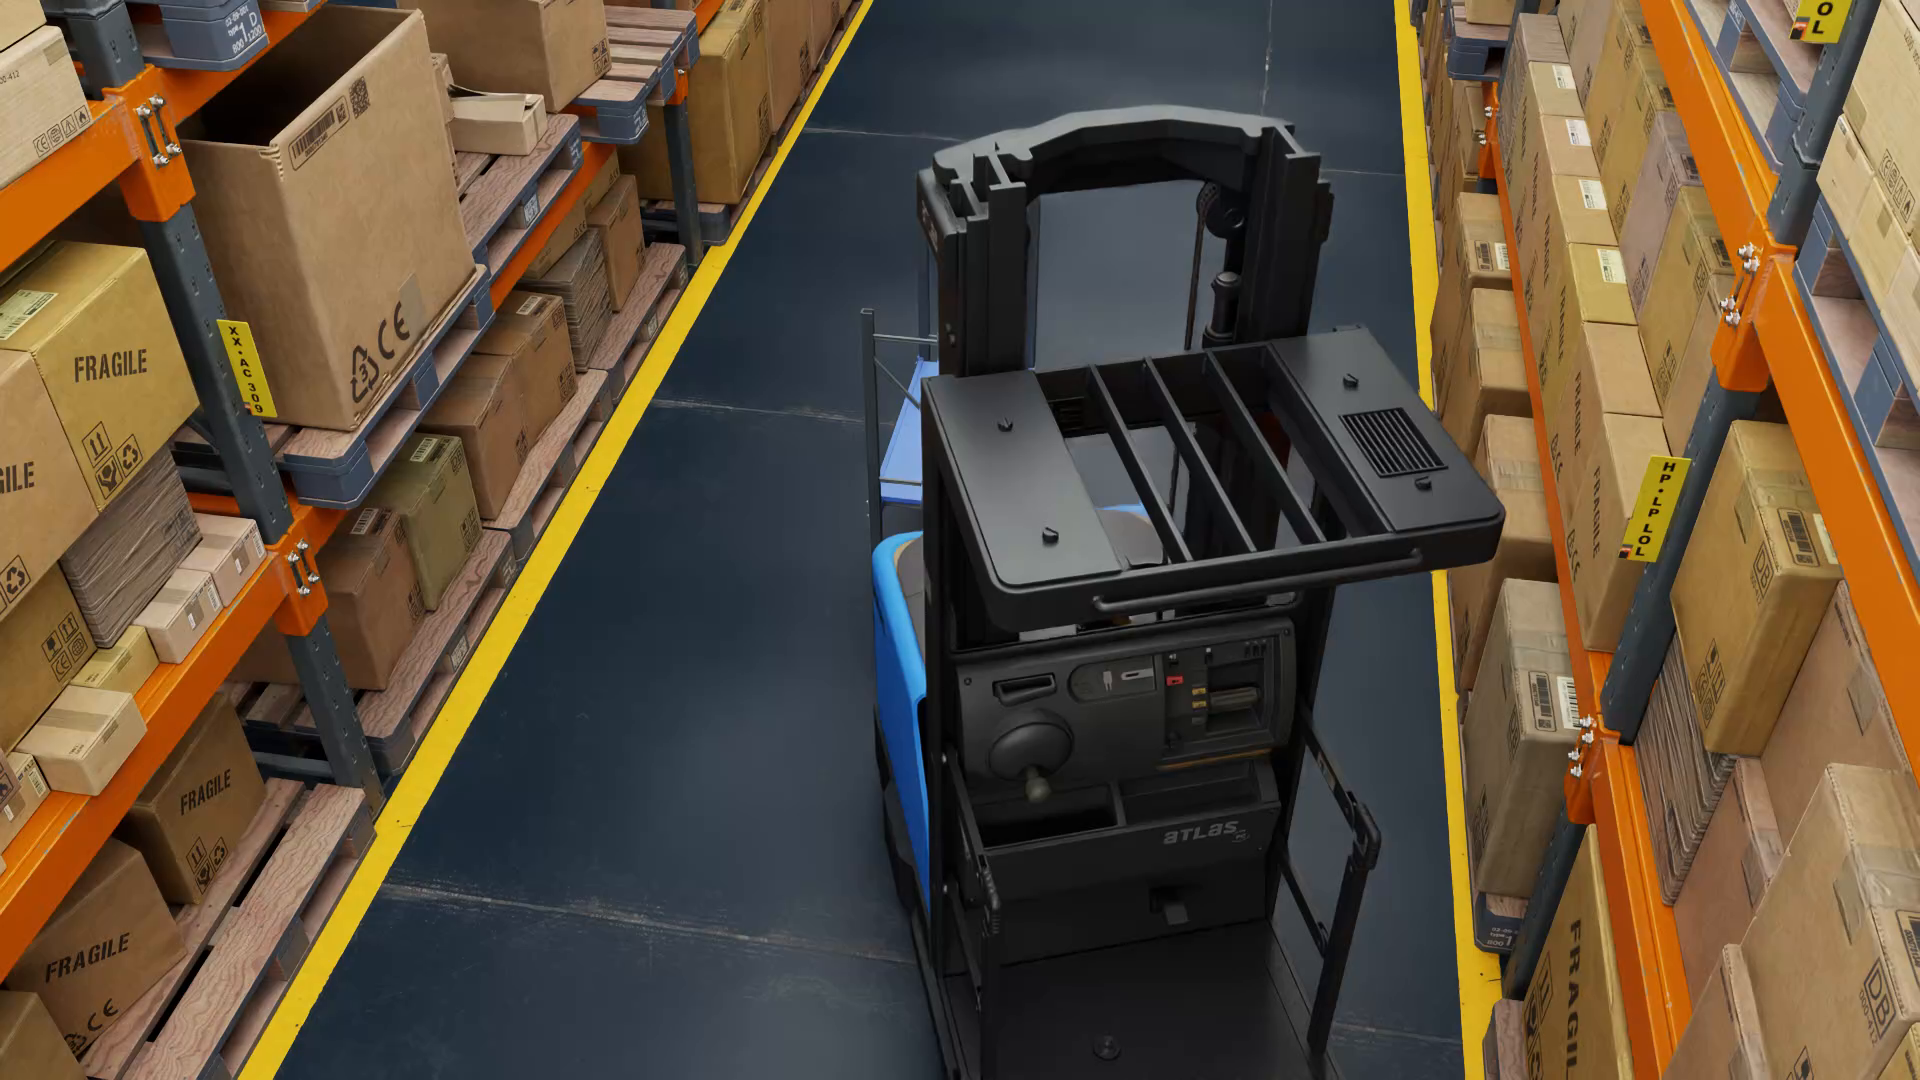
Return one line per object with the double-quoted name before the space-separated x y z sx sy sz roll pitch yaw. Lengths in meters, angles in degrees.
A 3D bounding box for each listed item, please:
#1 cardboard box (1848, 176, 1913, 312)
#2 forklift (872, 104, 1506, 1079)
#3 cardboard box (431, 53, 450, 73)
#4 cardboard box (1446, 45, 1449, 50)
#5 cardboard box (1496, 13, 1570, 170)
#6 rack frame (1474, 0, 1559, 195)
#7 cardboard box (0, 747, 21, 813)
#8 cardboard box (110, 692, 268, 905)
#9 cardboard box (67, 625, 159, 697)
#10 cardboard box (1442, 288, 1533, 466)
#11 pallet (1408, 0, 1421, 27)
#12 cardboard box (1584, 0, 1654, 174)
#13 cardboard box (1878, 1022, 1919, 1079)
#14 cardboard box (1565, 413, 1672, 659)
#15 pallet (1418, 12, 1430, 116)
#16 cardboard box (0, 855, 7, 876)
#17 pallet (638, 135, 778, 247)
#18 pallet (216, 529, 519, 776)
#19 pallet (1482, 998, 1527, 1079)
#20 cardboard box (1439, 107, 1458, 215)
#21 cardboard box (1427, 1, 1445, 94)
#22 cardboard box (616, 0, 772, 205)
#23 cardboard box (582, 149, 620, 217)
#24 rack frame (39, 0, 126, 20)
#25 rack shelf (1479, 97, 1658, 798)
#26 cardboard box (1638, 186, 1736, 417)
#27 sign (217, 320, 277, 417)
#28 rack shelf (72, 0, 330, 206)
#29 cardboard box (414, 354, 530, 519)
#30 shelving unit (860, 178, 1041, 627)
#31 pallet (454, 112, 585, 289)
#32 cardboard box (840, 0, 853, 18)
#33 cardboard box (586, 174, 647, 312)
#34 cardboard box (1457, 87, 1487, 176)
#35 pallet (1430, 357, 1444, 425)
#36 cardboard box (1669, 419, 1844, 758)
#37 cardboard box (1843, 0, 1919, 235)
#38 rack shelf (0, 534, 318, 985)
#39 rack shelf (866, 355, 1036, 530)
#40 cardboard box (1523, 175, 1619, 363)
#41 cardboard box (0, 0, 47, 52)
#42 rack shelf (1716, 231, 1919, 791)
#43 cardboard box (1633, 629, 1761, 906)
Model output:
"cardboard box" 1.826 -0.511 2.949 0.380 0.149 0.250 7 40 8
"forklift" 0.504 0.537 4.300 1.130 2.935 3.031 -8 40 -9
"cardboard box" -2.426 -1.803 6.865 0.500 0.250 0.500 5 40 6
"cardboard box" 3.080 -3.025 9.598 0.500 0.250 0.500 8 40 9
"cardboard box" 2.615 -1.902 7.118 0.500 0.500 0.500 7 40 8
"rack frame" 2.959 -2.115 7.455 1.000 3.000 0.127 6 40 8
"cardboard box" -2.849 0.542 3.929 0.875 0.500 0.500 6 40 8
"cardboard box" -2.710 0.833 5.521 0.500 0.500 0.500 5 40 6
"cardboard box" -2.504 0.355 4.664 0.380 0.149 0.250 6 40 8
"cardboard box" 2.617 -0.489 6.923 1.050 0.750 0.750 7 40 8
"pallet" 3.732 -3.976 11.894 1.003 0.211 1.213 6 40 8
"cardboard box" 2.698 -1.619 5.991 0.700 0.500 0.500 6 40 7
"cardboard box" 1.875 1.164 2.523 0.875 0.550 0.500 6 40 8
"cardboard box" 2.093 -0.001 4.818 0.500 0.500 0.500 6 40 7
"pallet" 3.517 -3.062 10.788 1.003 0.211 1.213 6 40 8
"cardboard box" -2.614 0.828 4.092 0.380 0.149 0.250 6 40 8
"pallet" -1.698 -2.138 9.670 1.003 0.211 1.213 6 40 8
"pallet" -2.468 0.371 6.636 1.003 0.211 1.213 6 40 8
"pallet" 2.058 1.938 4.740 1.003 0.211 1.213 6 40 8
"cardboard box" 2.909 -2.081 9.045 0.500 0.500 0.500 8 40 9
"cardboard box" 3.172 -3.058 10.226 0.500 0.500 0.500 8 40 10
"cardboard box" -1.769 -2.500 9.257 1.225 0.875 0.875 5 40 6
"cardboard box" -1.995 -1.797 8.098 0.500 0.250 0.500 8 40 9
"rack frame" -2.601 -2.528 3.245 1.000 3.000 0.127 6 40 8
"rack shelf" 2.612 -0.583 6.166 1.077 0.370 4.000 6 40 8
"cardboard box" 2.434 -0.664 4.836 0.700 0.500 0.500 6 40 7
"sign" -2.066 -0.494 4.814 0.100 0.325 0.005 6 40 8
"rack shelf" -2.255 -2.349 5.948 1.077 0.370 4.000 6 40 8
"cardboard box" -2.276 -0.453 7.060 0.700 0.500 0.500 3 40 4
"shelving unit" -0.015 -0.524 6.707 0.538 1.500 1.048 6 40 8
"pallet" -2.211 -1.405 6.746 1.003 0.211 1.213 6 40 8
"cardboard box" -1.308 -4.175 11.284 1.225 0.875 0.875 7 40 8
"cardboard box" -2.005 -1.509 8.338 0.700 0.500 0.500 4 40 5
"cardboard box" 2.819 -2.061 8.432 0.500 0.250 0.500 6 40 7
"pallet" 2.748 -0.554 7.755 1.003 0.211 1.213 6 40 8
"cardboard box" 2.169 0.149 3.751 0.875 0.550 0.550 6 40 8
"cardboard box" 1.906 -0.742 2.916 0.500 0.250 0.500 7 40 8
"rack shelf" -2.947 1.317 3.868 1.077 0.370 4.000 6 40 8
"rack shelf" -0.015 -0.386 6.822 0.538 0.185 1.000 6 40 8
"cardboard box" 2.354 -0.954 5.971 0.500 0.500 0.500 6 40 7
"cardboard box" -2.373 -1.231 3.836 0.380 0.149 0.250 8 40 9
"rack shelf" 1.920 0.771 2.174 1.077 0.370 4.000 6 40 8
"cardboard box" 2.214 0.570 4.089 0.875 0.550 0.550 6 40 8
